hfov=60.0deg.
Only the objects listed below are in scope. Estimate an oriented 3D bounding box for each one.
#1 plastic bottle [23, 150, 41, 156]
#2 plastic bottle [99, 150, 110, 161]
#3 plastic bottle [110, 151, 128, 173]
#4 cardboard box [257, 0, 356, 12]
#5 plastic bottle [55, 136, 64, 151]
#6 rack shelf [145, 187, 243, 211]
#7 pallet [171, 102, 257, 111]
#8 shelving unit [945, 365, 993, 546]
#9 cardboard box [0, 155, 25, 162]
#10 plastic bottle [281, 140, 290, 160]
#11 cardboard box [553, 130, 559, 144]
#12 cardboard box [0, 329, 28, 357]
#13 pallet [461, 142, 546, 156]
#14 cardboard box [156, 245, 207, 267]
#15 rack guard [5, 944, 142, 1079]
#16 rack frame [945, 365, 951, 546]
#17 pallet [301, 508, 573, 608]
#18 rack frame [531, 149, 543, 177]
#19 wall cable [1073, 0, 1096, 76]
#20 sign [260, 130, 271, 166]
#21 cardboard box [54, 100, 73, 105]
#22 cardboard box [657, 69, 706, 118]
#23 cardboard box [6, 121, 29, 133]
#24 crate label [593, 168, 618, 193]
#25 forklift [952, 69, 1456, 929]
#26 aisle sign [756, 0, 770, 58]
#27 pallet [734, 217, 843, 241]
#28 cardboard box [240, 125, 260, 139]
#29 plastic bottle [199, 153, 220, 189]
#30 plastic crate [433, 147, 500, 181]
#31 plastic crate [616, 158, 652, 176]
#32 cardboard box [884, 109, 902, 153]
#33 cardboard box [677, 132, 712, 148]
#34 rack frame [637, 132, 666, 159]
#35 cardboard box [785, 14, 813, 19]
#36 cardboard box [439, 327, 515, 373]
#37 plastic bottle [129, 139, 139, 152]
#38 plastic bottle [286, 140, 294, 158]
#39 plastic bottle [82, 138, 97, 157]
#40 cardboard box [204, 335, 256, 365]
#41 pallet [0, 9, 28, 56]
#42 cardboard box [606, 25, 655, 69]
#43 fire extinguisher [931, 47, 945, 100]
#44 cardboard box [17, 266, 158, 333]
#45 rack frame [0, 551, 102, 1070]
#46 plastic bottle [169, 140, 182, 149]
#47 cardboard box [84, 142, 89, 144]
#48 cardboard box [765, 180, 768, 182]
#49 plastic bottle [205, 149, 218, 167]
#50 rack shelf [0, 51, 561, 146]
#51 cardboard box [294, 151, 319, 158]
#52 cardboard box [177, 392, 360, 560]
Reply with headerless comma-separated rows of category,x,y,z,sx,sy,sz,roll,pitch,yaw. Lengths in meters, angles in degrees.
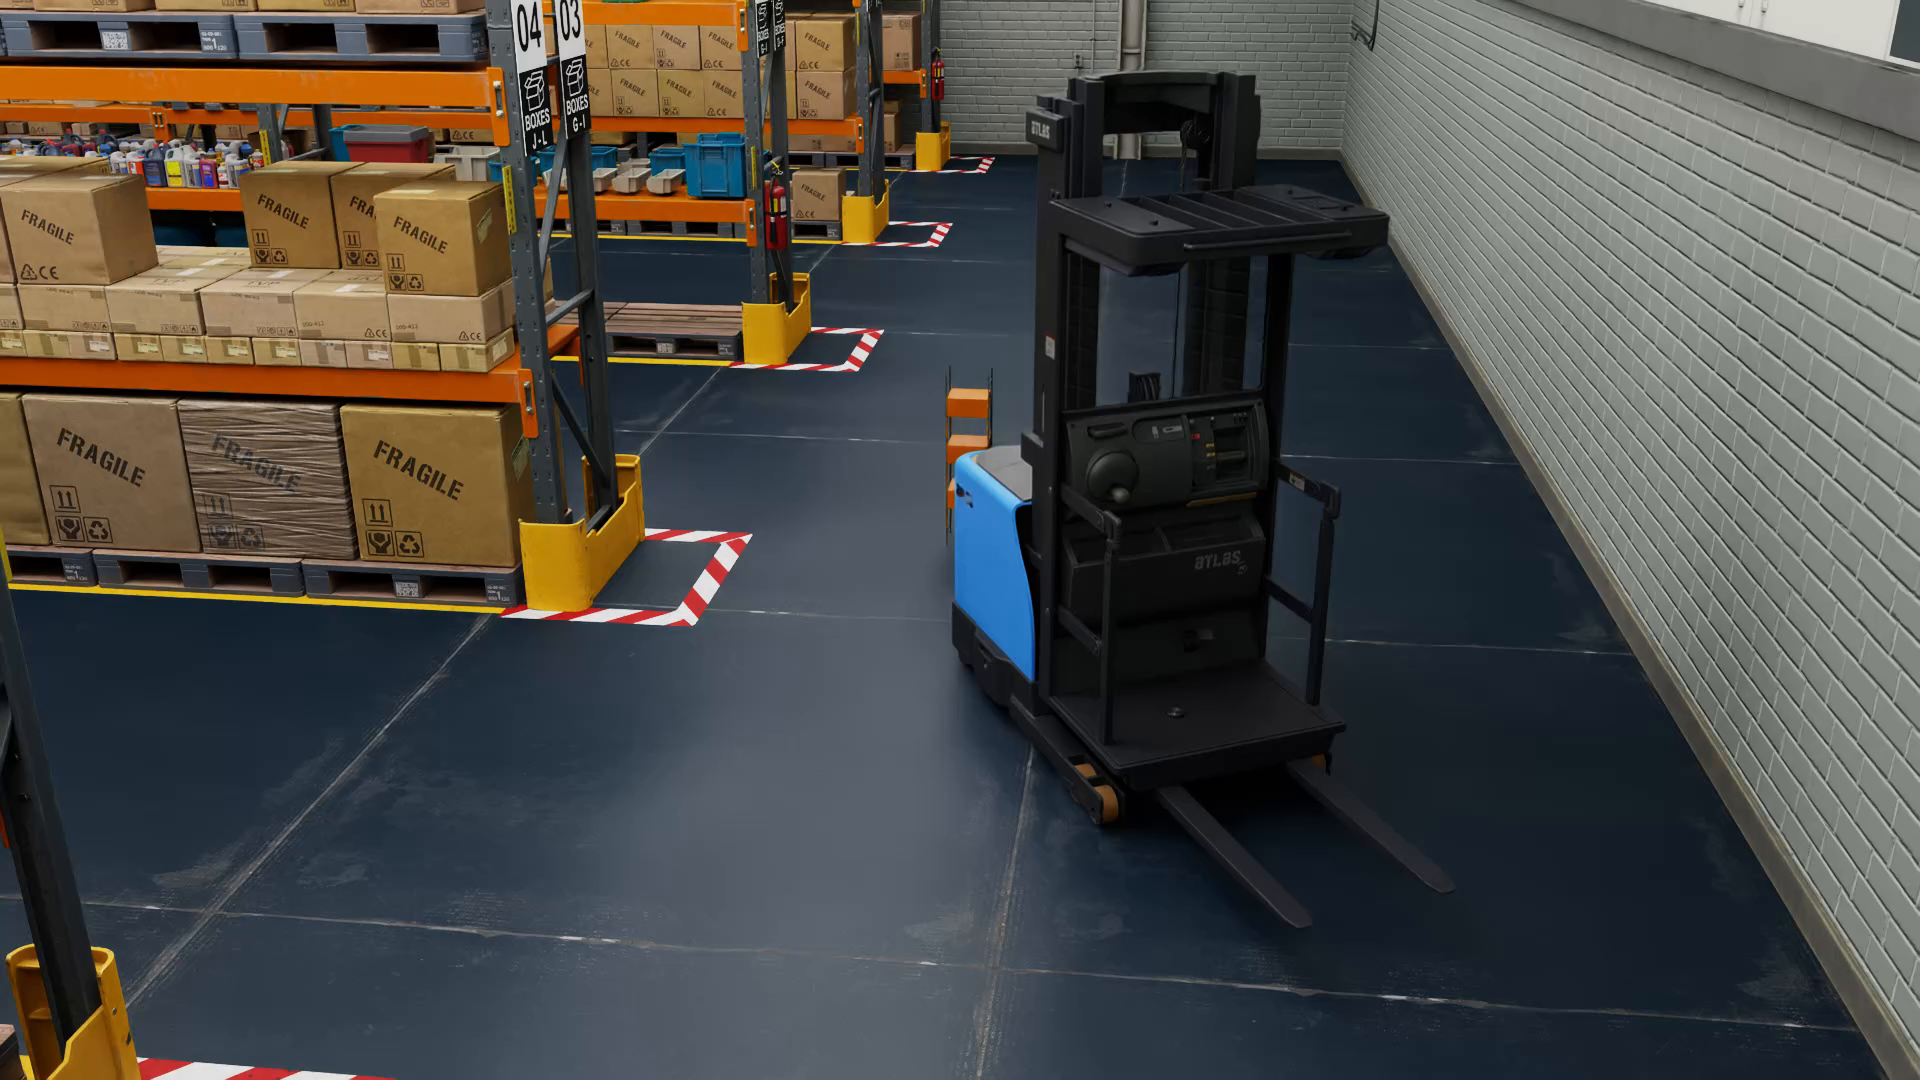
plastic bottle,-7.735,-3.125,13.933,0.135,0.276,0.152,2,22,6
plastic bottle,-7.192,-3.145,13.991,0.097,0.271,0.097,0,22,0
plastic bottle,-6.958,-3.091,13.847,0.135,0.276,0.152,2,22,6
cardboard box,-3.210,-2.979,8.473,0.500,0.500,0.700,2,22,4
plastic bottle,-7.917,-3.414,14.654,0.133,0.283,0.061,2,22,6
rack shelf,-7.518,-2.958,14.321,4.000,0.370,1.077,2,22,6
pallet,-8.236,-5.095,19.008,1.003,0.211,1.213,2,22,6
shelving unit,0.053,-0.486,9.741,0.252,1.050,0.215,2,22,6
cardboard box,-5.626,-1.893,9.428,0.500,0.500,0.500,3,22,8
plastic bottle,-5.883,-3.319,14.321,0.185,0.351,0.144,2,22,6
cardboard box,-5.909,-6.037,23.483,0.750,0.750,0.750,3,22,8
cardboard box,-5.076,-1.114,9.018,0.250,0.149,0.380,2,22,5
pallet,-6.356,-5.584,23.778,1.213,0.211,1.003,2,22,6
cardboard box,-4.624,-1.500,9.453,0.500,0.250,0.500,3,22,7
rack guard,-2.902,1.741,4.857,0.348,0.500,1.175,2,22,6
rack frame,-0.068,-0.491,9.754,0.008,1.050,0.200,2,22,6
pallet,-2.945,0.066,9.486,1.213,0.211,1.003,2,22,6
rack frame,-4.945,-5.015,18.544,0.127,3.000,1.000,2,22,6
wall cable,0.989,-7.413,23.228,1.851,1.984,0.084,2,22,6
sign,-5.598,-3.134,13.411,0.005,0.325,0.100,2,22,6
cardboard box,-10.190,-5.106,19.116,0.250,0.149,0.380,4,22,10
cardboard box,-2.960,-4.875,18.054,0.500,0.500,0.500,2,22,6
cardboard box,-13.896,-6.125,24.632,0.250,0.149,0.380,1,22,2
crate label,-2.956,-2.929,13.545,0.243,0.136,0.396,2,22,6
forklift,0.962,-0.349,6.835,1.130,2.935,3.031,-8,23,-20
aisle sign,-1.522,-4.132,12.776,0.004,0.787,0.394,2,22,6
pallet,-1.840,-3.582,18.714,1.213,0.211,1.003,2,22,6
cardboard box,-10.054,-6.127,24.158,0.500,0.500,0.700,2,22,6
plastic bottle,-6.196,-3.044,13.719,0.133,0.283,0.061,2,22,6
plastic crate,-4.037,-3.046,13.644,0.530,0.282,0.437,2,22,6
plastic crate,-2.748,-3.143,14.087,0.298,0.136,0.250,2,22,6
cardboard box,-1.100,-5.677,23.048,0.500,0.500,0.700,2,22,6
cardboard box,-3.635,-5.786,23.325,0.500,0.500,0.700,3,22,7
rack frame,-4.366,-6.823,23.119,0.127,3.000,1.000,2,22,6
cardboard box,-1.902,-5.488,18.246,0.500,0.500,0.500,3,22,7
cardboard box,-2.535,-1.003,8.739,0.250,0.149,0.380,3,22,7
plastic bottle,-7.208,-3.371,14.561,0.097,0.271,0.097,0,22,0
plastic bottle,-5.845,-3.324,14.426,0.133,0.283,0.061,2,22,6
plastic bottle,-7.608,-3.378,14.563,0.133,0.283,0.061,2,22,6
cardboard box,-3.807,-1.058,8.878,0.250,0.149,0.380,3,22,6
pallet,-5.303,-2.712,8.762,1.213,0.211,1.003,2,22,6
cardboard box,-3.487,-5.358,17.918,0.500,0.500,0.500,2,22,5
fire extinguisher,-0.298,-6.266,22.322,0.183,0.674,0.296,2,22,6
cardboard box,-4.670,-1.307,8.965,0.500,0.250,0.500,3,22,8
rack frame,-2.826,0.580,4.392,0.053,2.616,0.949,2,22,6
plastic bottle,-6.866,-3.348,14.497,0.135,0.276,0.152,2,22,6
cardboard box,-10.431,-4.538,19.743,0.500,0.311,0.500,2,22,5
cardboard box,-2.472,-3.938,18.962,0.500,0.250,0.500,2,22,6
plastic bottle,-6.518,-3.308,14.498,0.097,0.201,0.097,0,22,0
rack shelf,-4.128,-2.372,8.758,4.000,0.370,1.077,2,22,6
cardboard box,-7.447,-4.253,19.418,0.500,0.500,0.500,2,22,4
cardboard box,-3.691,-0.470,9.367,0.875,0.875,0.875,2,22,6
